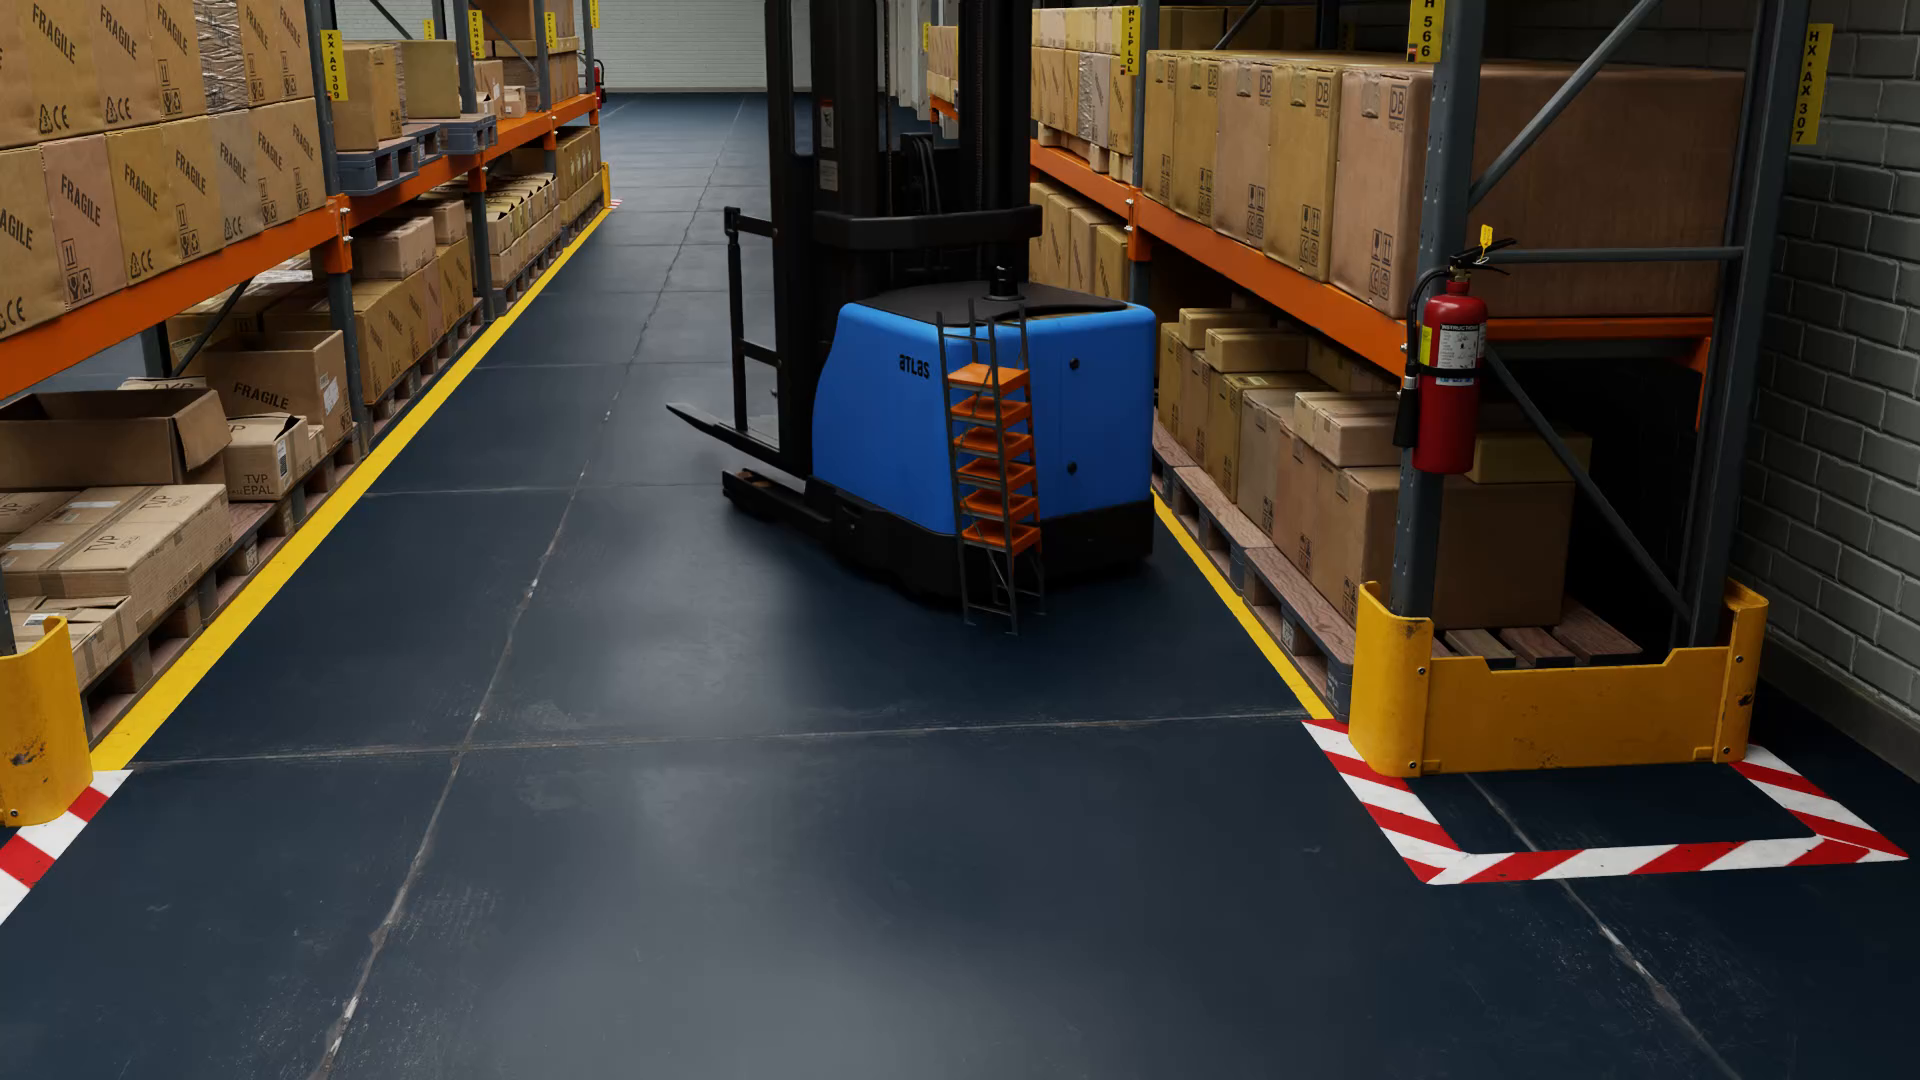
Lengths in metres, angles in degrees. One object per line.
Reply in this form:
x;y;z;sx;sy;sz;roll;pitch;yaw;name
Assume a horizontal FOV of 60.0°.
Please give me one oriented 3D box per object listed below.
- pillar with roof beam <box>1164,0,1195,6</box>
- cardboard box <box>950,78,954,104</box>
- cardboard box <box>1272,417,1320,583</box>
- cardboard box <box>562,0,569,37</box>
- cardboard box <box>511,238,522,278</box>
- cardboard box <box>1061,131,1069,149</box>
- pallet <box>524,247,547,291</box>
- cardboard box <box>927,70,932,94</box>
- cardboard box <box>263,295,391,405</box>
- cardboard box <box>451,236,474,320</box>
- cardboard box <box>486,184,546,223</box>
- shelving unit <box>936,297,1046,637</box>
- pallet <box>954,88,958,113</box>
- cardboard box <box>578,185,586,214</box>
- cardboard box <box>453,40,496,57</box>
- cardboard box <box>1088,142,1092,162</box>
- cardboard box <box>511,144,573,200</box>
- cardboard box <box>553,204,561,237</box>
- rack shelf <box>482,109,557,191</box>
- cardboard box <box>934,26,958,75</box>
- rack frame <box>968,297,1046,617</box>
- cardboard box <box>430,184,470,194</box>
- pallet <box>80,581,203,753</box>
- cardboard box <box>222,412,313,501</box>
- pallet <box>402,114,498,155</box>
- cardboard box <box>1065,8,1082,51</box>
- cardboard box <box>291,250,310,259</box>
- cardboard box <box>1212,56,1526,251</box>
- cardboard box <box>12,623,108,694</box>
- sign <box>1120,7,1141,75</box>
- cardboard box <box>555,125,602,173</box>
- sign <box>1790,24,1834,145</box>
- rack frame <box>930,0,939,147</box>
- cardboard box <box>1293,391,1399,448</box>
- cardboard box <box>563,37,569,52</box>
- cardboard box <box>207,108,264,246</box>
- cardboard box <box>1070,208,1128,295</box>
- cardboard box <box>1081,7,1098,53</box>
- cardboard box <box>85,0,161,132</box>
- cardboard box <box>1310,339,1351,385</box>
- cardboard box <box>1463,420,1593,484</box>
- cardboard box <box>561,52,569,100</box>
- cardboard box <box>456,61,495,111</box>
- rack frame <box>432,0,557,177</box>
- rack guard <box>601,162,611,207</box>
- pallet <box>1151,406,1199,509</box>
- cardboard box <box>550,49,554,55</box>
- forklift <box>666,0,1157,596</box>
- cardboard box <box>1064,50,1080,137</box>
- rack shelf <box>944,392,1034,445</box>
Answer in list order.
-2.577;-6.327;12.306;9.100;9.000;0.400;-2;18;-6;pillar with roof beam
0.173;-4.594;17.018;0.500;0.250;0.500;-2;18;-5;cardboard box
1.580;-0.162;6.158;0.700;0.500;0.500;-2;18;-6;cardboard box
-4.673;-5.768;18.208;0.700;0.500;0.500;-2;18;-7;cardboard box
-3.763;-2.233;13.170;0.500;0.250;0.500;-2;18;-7;cardboard box
0.891;-2.740;11.282;0.380;0.149;0.250;-2;18;-6;cardboard box
-4.117;-2.308;14.177;1.003;0.211;1.213;-2;18;-6;pallet
-0.112;-5.350;19.427;0.500;0.250;0.500;-2;18;-7;cardboard box
-3.343;-1.007;8.814;0.500;0.500;0.500;-3;18;-8;cardboard box
-3.618;-1.775;11.263;0.500;0.500;0.500;-1;17;-3;cardboard box
-3.925;-2.962;14.557;0.500;0.311;0.500;-2;18;-6;cardboard box
0.120;-0.251;5.946;0.258;1.200;0.189;13;29;35;shelving unit
0.500;-4.052;15.395;1.003;0.211;1.213;-2;18;-6;pallet
-4.200;-3.555;17.384;0.500;0.250;0.500;-2;18;-6;cardboard box
-4.602;-4.653;15.739;0.380;0.149;0.250;-2;18;-6;cardboard box
0.987;-2.353;10.051;0.380;0.149;0.250;-2;18;-7;cardboard box
-4.097;-3.615;16.322;0.500;0.500;0.500;-2;18;-6;cardboard box
-4.030;-2.995;15.599;0.500;0.250;0.500;-2;18;-6;cardboard box
-4.155;-3.282;13.824;1.077;0.370;4.000;-2;18;-6;rack shelf
-0.008;-5.410;18.365;0.500;0.500;0.500;-2;18;-7;cardboard box
0.174;-0.285;6.012;0.240;1.200;0.006;13;29;35;rack frame
-4.465;-2.943;14.496;0.500;0.311;0.500;-2;18;-7;cardboard box
-3.214;0.425;5.473;1.003;0.211;1.213;-2;18;-6;pallet
-3.117;-0.380;7.135;0.500;0.311;0.500;-2;18;-6;cardboard box
-3.809;-2.738;11.211;1.213;0.211;1.003;-2;18;-6;pallet
0.940;-3.136;10.211;0.500;0.250;0.500;-2;18;-7;cardboard box
-4.079;-1.597;10.694;0.500;0.500;0.500;-2;18;-6;cardboard box
1.586;-1.539;6.570;0.980;0.700;0.700;-3;18;-8;cardboard box
-2.825;0.369;5.019;0.380;0.149;0.250;-2;18;-6;cardboard box
0.852;-2.487;8.289;0.100;0.325;0.005;-2;18;-6;sign
-4.422;-4.509;19.168;0.500;0.500;0.500;-2;18;-6;cardboard box
2.356;-1.266;4.625;0.100;0.325;0.005;-2;18;-6;sign
0.153;-5.567;19.902;1.000;3.000;0.127;-2;18;-6;rack frame
1.410;-0.432;5.933;0.380;0.149;0.250;-1;17;-4;cardboard box
-4.438;-5.355;17.976;0.380;0.149;0.250;-1;17;-4;cardboard box
-3.119;-1.438;6.582;0.500;0.500;0.500;-1;17;-4;cardboard box
1.100;-1.621;10.220;0.750;0.750;0.750;-1;17;-4;cardboard box
0.993;-2.985;9.727;0.500;0.250;0.500;-1;17;-5;cardboard box
-3.015;-1.616;5.480;0.500;0.500;0.500;-2;17;-5;cardboard box
1.686;-0.745;6.931;0.380;0.149;0.250;-2;18;-7;cardboard box
1.844;-0.292;5.488;0.380;0.149;0.250;-2;18;-5;cardboard box
-4.634;-5.017;17.982;0.700;0.500;0.500;-2;18;-5;cardboard box
-4.192;-3.733;13.894;0.500;0.500;0.500;-2;18;-6;cardboard box
-4.361;-4.221;15.615;1.000;3.000;0.127;-2;18;-6;rack frame
-4.776;-4.227;19.808;1.175;0.500;0.348;-2;18;-6;rack guard
1.392;-0.432;8.202;1.003;0.211;1.213;-2;18;-6;pallet
-4.302;-4.969;16.746;0.380;0.149;0.250;-2;18;-7;cardboard box
-0.437;-1.570;7.286;1.130;2.935;3.031;-11;21;-31;forklift
0.930;-2.771;10.299;0.500;0.500;0.500;-1;17;-4;cardboard box
0.103;-0.429;5.868;0.258;0.103;0.180;13;29;35;rack shelf
